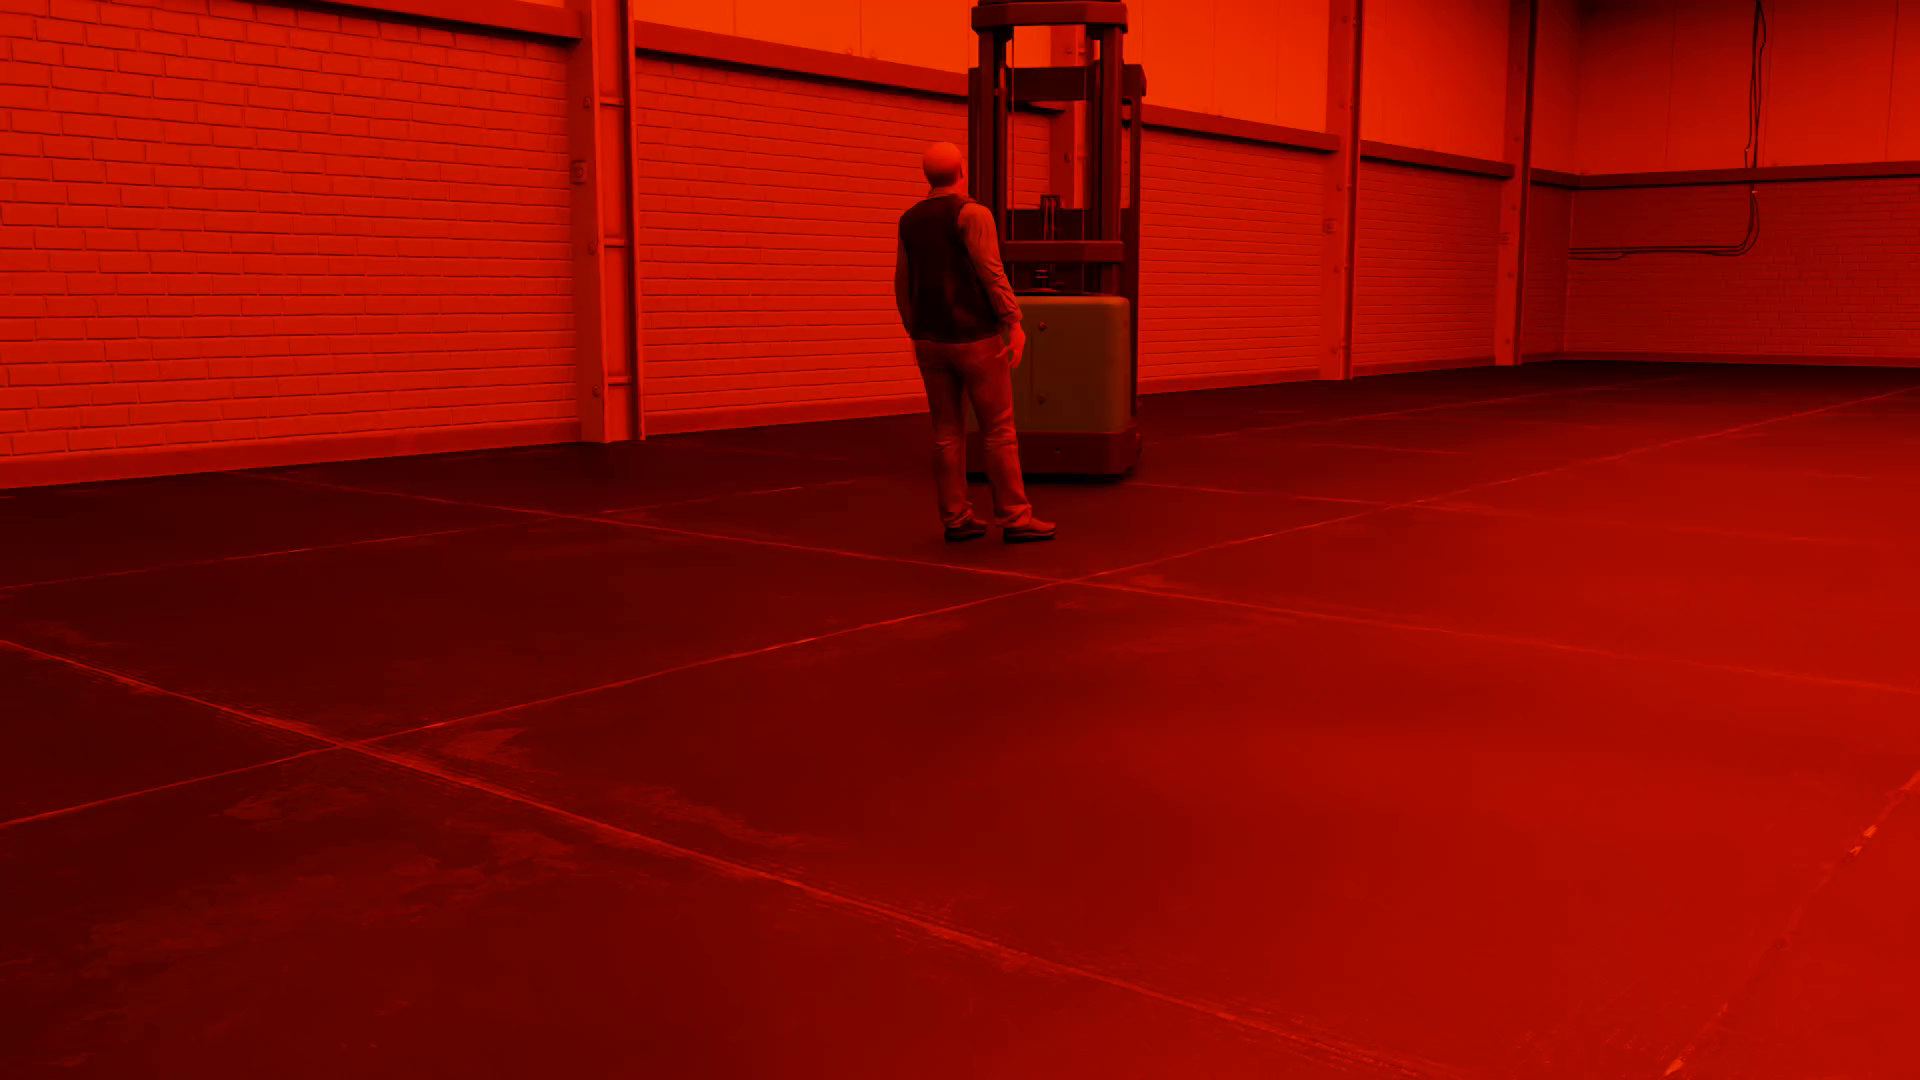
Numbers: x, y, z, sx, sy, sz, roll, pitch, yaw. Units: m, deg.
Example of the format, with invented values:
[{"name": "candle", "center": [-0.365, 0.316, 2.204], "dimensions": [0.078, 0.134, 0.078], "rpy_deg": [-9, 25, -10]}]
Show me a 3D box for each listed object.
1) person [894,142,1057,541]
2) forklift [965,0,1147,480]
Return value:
[{"name": "person", "center": [0.045, -0.865, 7.323], "dimensions": [0.633, 1.722, 0.566], "rpy_deg": [7, 11, 38]}, {"name": "forklift", "center": [0.632, -1.977, 10.790], "dimensions": [1.130, 2.935, 3.031], "rpy_deg": [1, 8, 9]}]
